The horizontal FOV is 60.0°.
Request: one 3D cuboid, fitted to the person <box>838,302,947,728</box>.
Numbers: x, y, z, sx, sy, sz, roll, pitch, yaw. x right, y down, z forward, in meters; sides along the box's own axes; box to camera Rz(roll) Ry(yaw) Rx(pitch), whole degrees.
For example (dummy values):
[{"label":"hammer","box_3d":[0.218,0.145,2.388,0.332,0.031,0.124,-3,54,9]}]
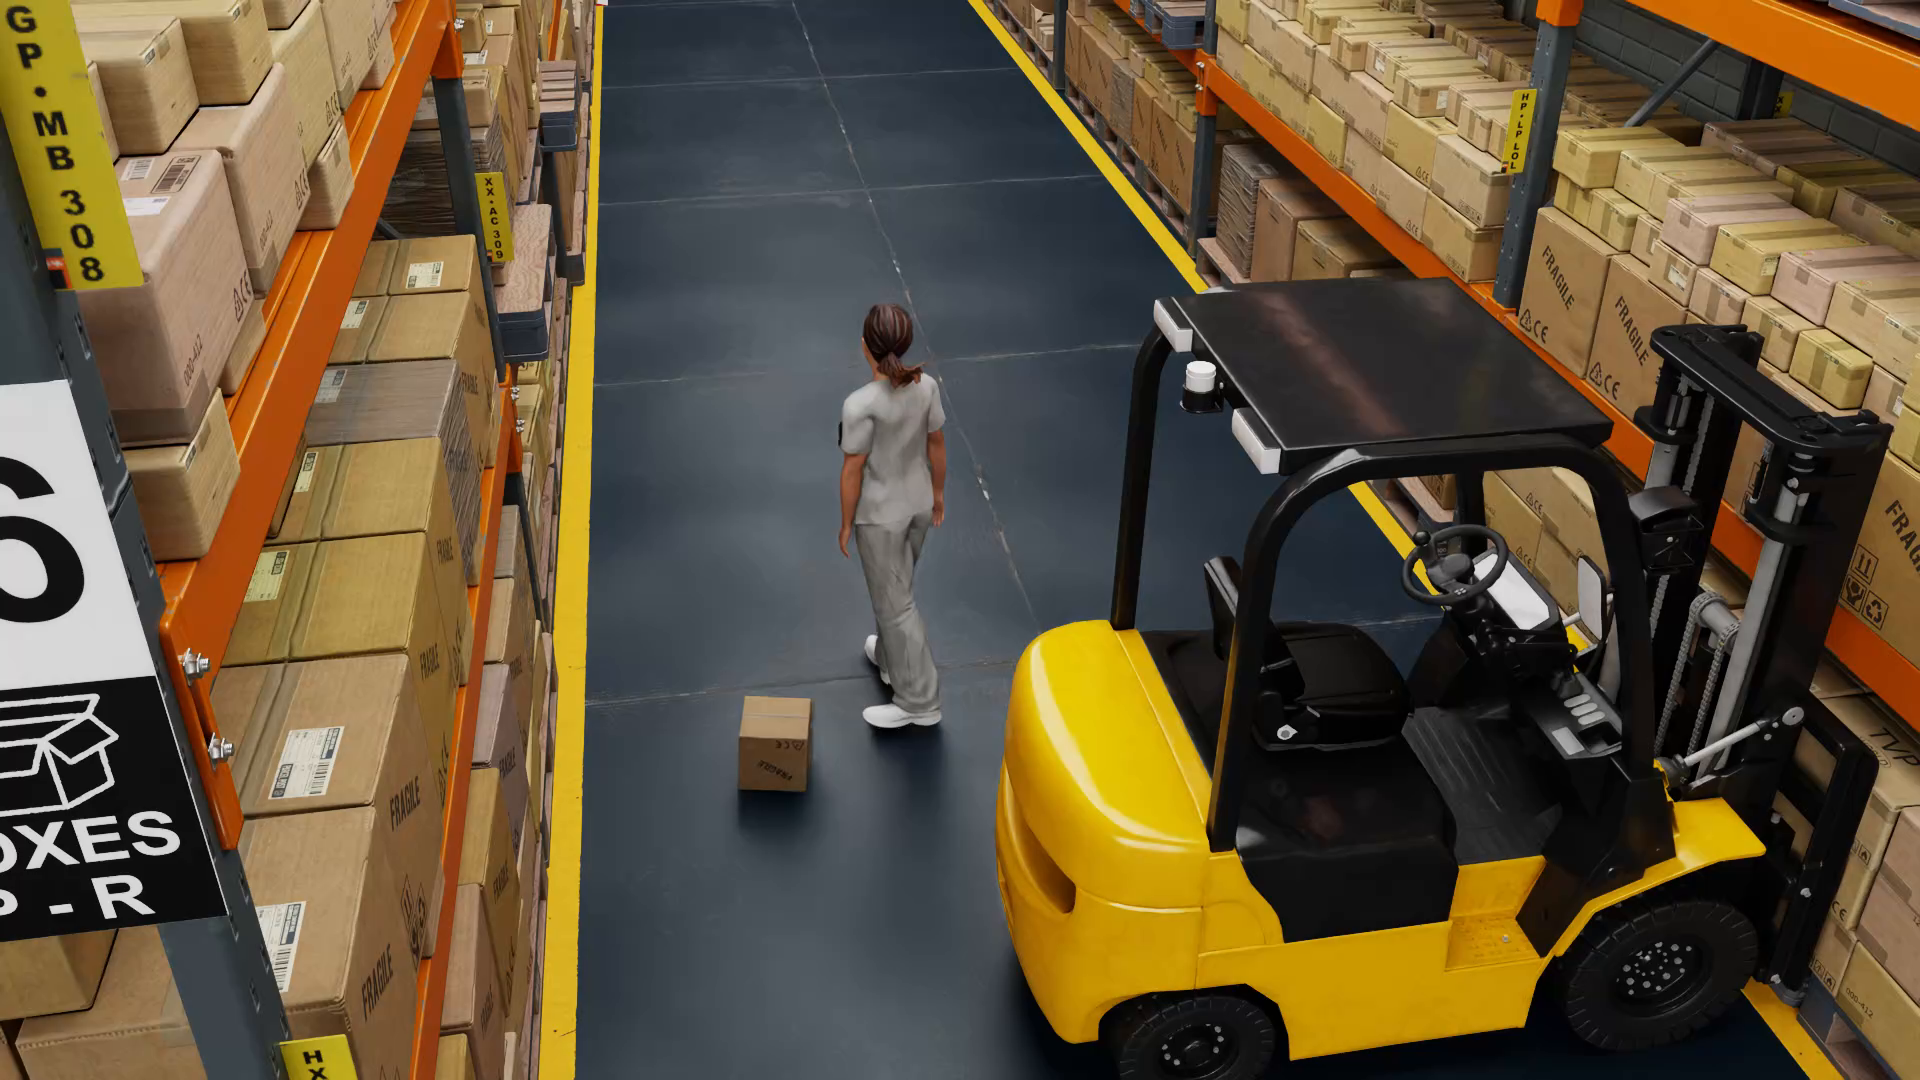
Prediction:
[{"label":"person","box_3d":[-0.261,-0.097,6.300,0.619,1.667,0.511,26,39,36]}]
